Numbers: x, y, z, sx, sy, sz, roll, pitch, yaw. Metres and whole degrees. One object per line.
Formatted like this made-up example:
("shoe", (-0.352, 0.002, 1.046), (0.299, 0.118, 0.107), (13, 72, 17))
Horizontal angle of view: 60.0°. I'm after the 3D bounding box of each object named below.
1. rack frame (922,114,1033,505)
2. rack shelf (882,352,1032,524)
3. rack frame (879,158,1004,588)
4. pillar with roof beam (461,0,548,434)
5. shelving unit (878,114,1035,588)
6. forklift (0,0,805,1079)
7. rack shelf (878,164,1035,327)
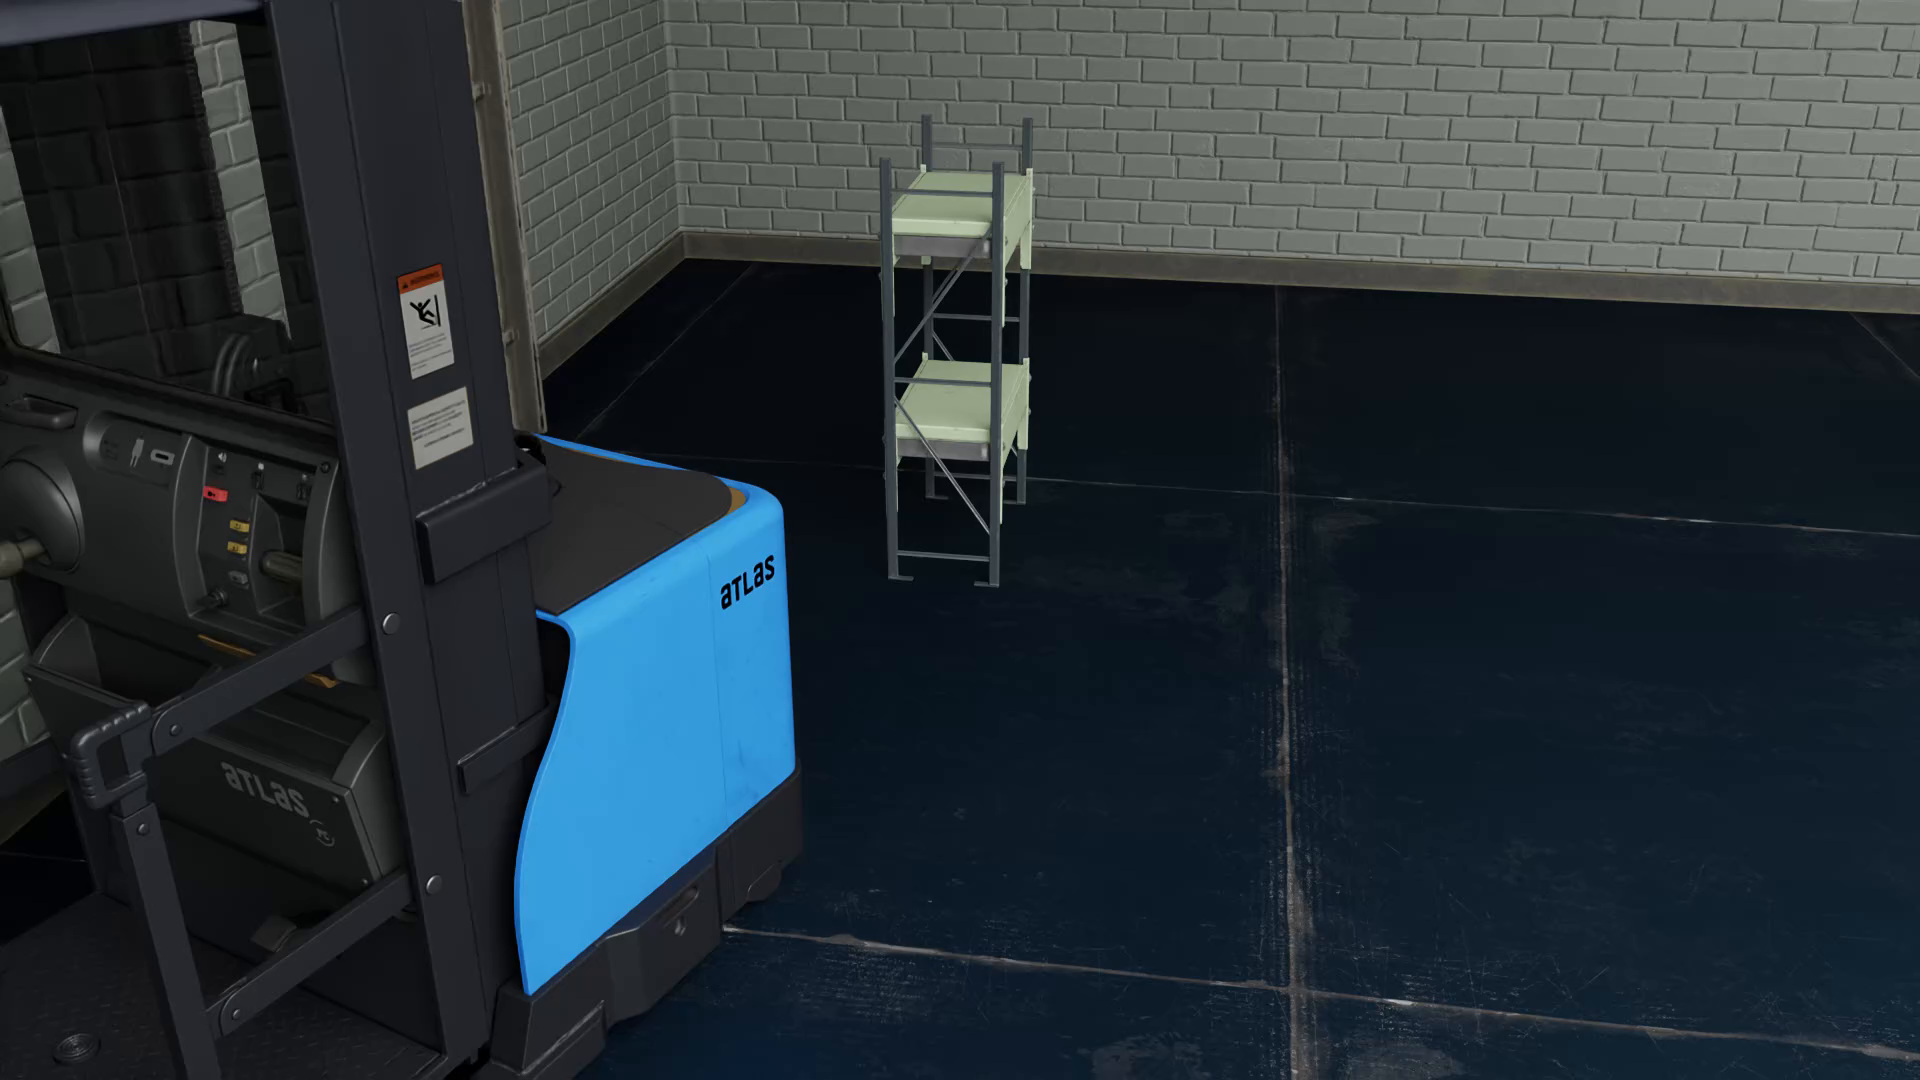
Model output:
("rack frame", (0.061, -0.835, 6.265), (0.400, 1.500, 0.023), (4, 25, 9))
("rack shelf", (0.001, -0.387, 6.076), (0.431, 0.370, 0.720), (4, 25, 9))
("rack frame", (-0.059, -0.529, 5.611), (0.400, 1.500, 0.023), (4, 25, 9))
("pillar with roof beam", (2.259, -4.189, 4.584), (9.100, 9.000, 0.400), (4, 25, 9))
("shelving unit", (0.001, -0.682, 5.938), (0.431, 1.500, 0.755), (4, 25, 9))
("forklift", (-1.568, -0.030, 2.857), (1.130, 2.935, 3.031), (13, 28, 26))
("rack shelf", (0.001, -1.036, 5.773), (0.431, 0.370, 0.720), (4, 25, 9))
